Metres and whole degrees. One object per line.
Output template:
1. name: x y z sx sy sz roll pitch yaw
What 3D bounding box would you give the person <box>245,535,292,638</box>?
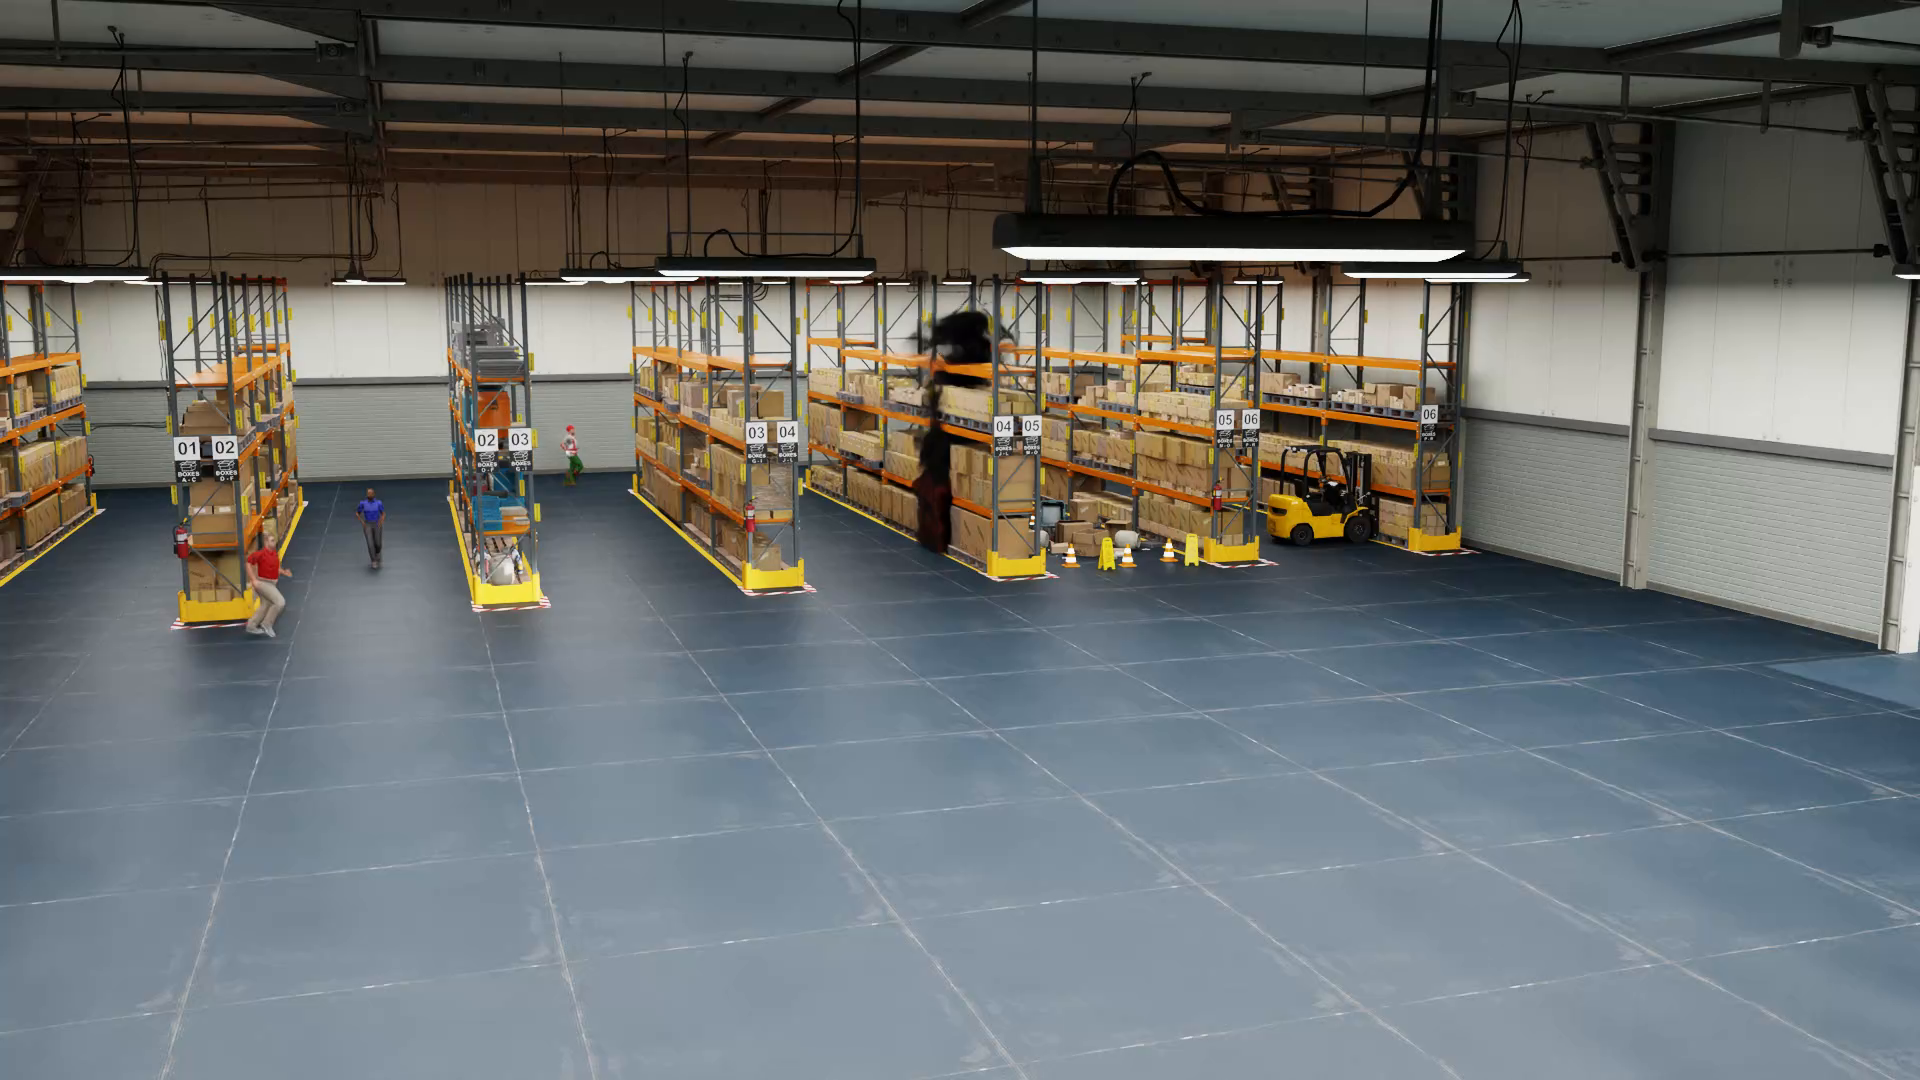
1. person: -11.452 0.761 27.500 0.816 1.710 0.575 0 9 -2

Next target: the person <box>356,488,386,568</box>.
1. person: -12.220 -0.268 34.523 0.586 1.631 0.562 -3 9 -22

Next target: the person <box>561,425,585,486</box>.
1. person: -11.217 -2.443 48.297 0.685 1.775 0.646 -1 9 -5

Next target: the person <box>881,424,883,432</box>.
1. person: -2.345 -2.507 48.754 0.670 1.844 0.753 -7 11 -41
